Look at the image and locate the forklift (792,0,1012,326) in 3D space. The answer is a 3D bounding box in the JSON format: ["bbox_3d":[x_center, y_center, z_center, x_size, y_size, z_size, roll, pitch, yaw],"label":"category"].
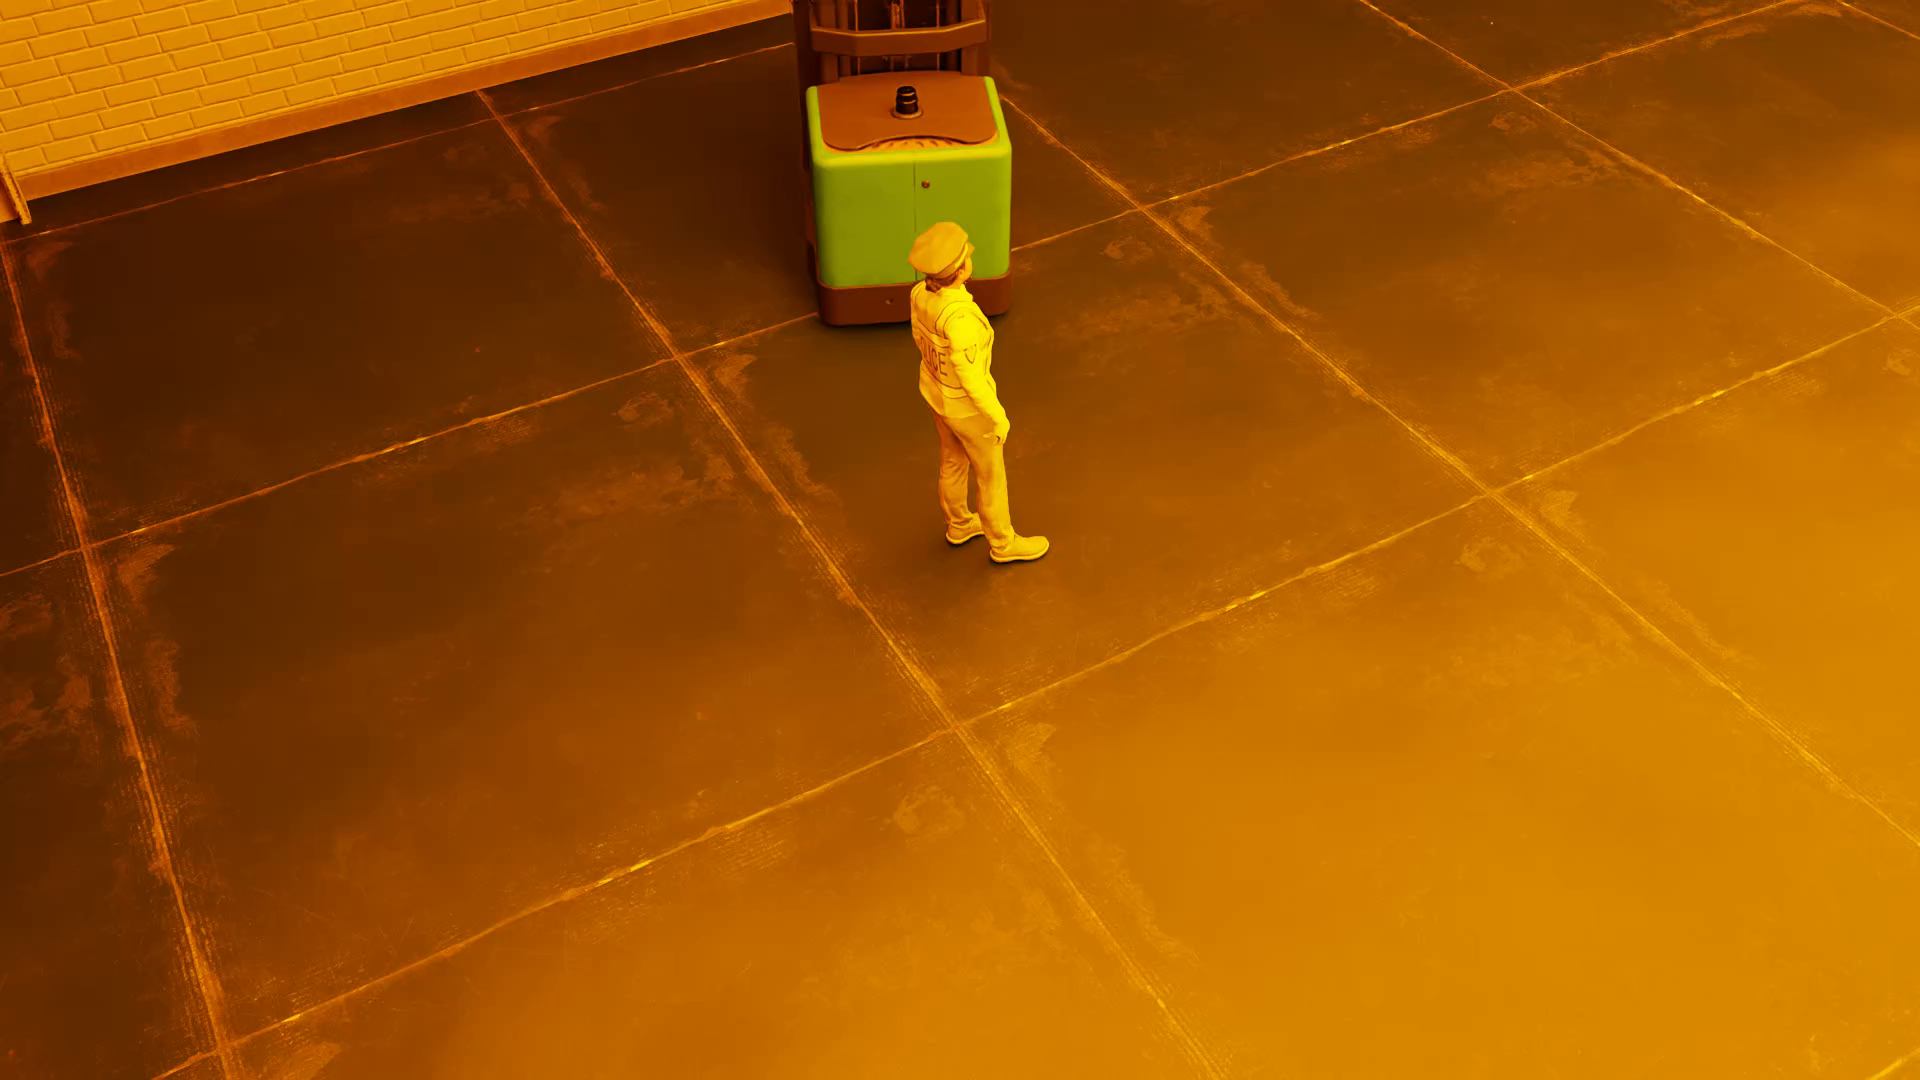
[{"bbox_3d":[-0.402,-3.237,9.189,1.130,2.935,3.031,-4,43,-5],"label":"forklift"}]

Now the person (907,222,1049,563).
[{"bbox_3d":[0.063,-0.645,7.292,0.531,1.694,0.586,-21,47,-21],"label":"person"}]
